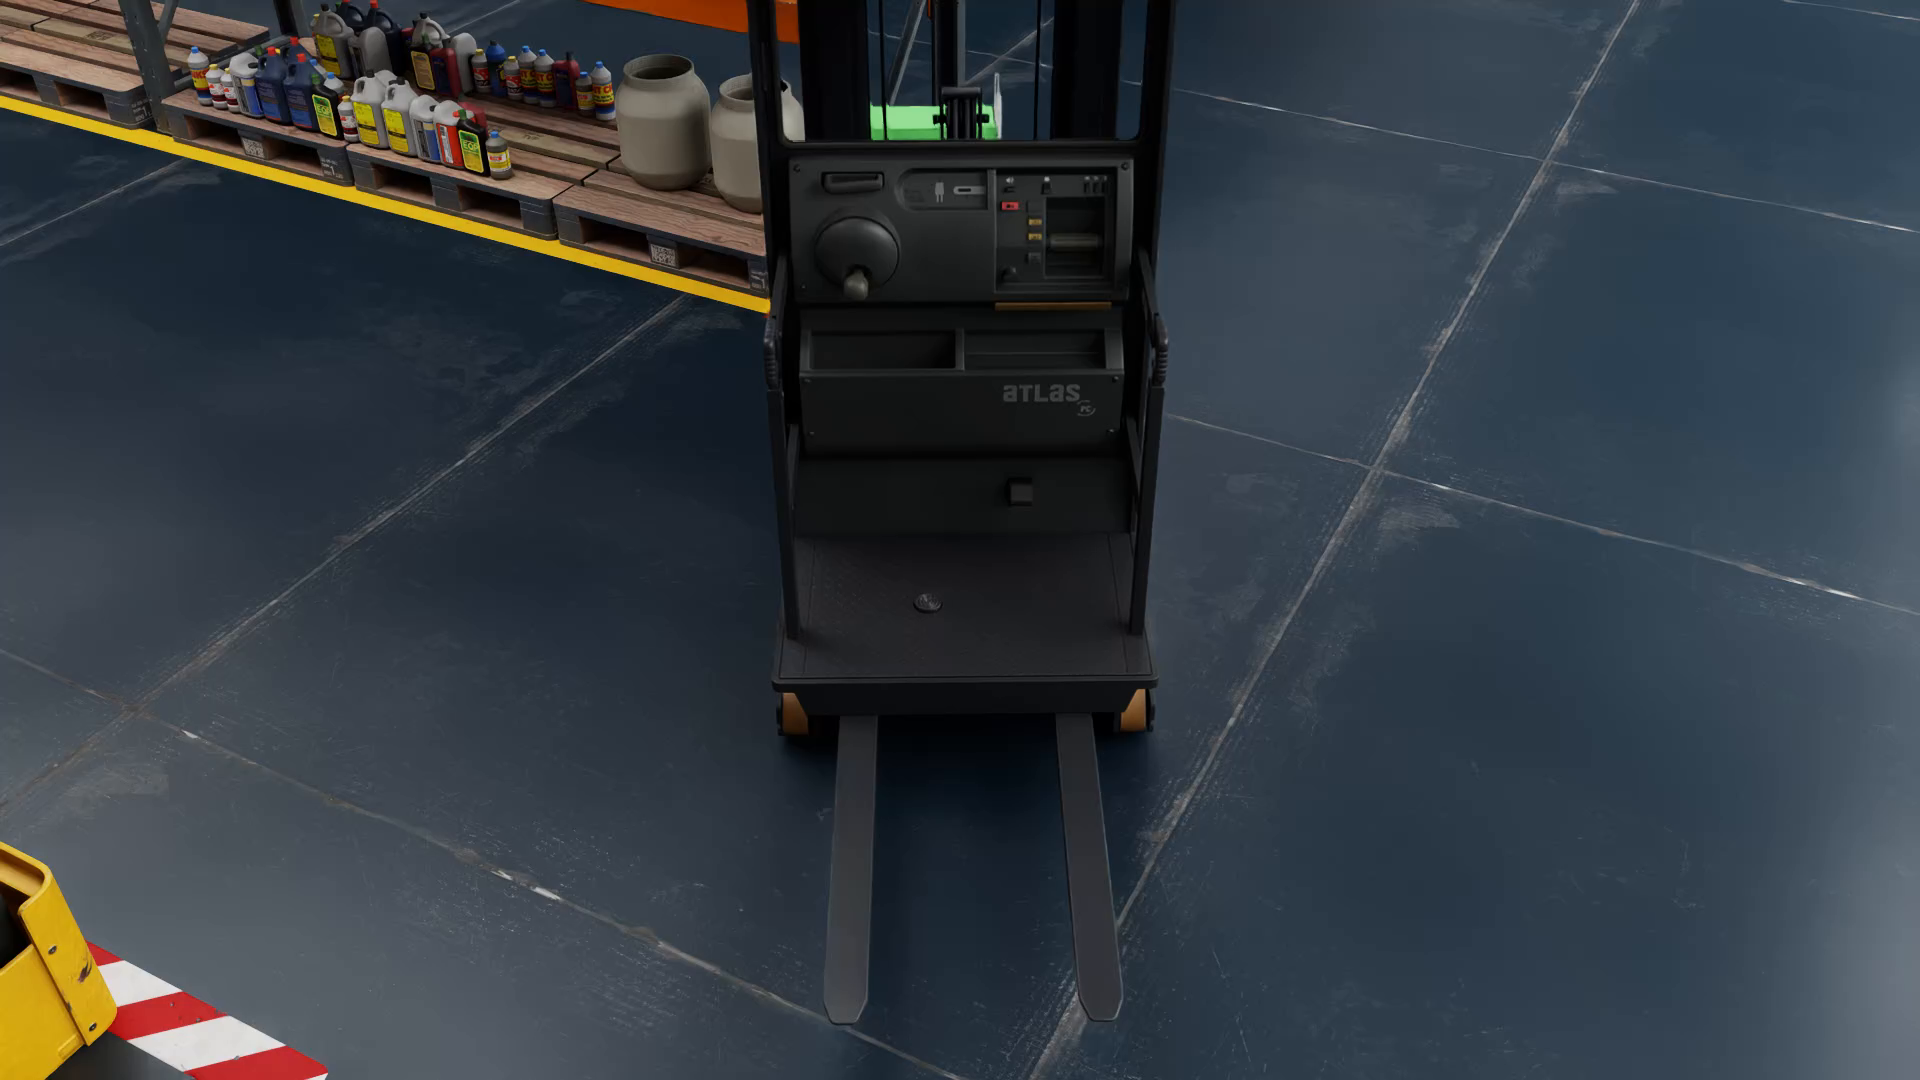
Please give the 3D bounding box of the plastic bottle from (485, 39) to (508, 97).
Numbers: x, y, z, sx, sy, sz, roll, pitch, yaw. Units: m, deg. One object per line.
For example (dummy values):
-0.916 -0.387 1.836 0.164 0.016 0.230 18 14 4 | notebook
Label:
-2.297 -2.351 8.259 0.097 0.271 0.097 0 37 0 | plastic bottle

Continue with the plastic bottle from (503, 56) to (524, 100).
-2.205 -2.294 8.242 0.097 0.201 0.097 0 37 0 | plastic bottle

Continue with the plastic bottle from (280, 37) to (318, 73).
-3.217 -2.274 8.092 0.185 0.351 0.144 17 41 21 | plastic bottle

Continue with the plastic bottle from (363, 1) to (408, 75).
-2.934 -2.566 8.477 0.185 0.351 0.144 15 40 19 | plastic bottle

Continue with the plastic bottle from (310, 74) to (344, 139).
-2.988 -2.049 7.851 0.133 0.283 0.061 19 41 23 | plastic bottle

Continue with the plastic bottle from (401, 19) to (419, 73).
-2.770 -2.516 8.467 0.133 0.283 0.061 20 42 24 | plastic bottle

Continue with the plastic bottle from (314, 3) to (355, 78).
-3.171 -2.542 8.445 0.185 0.351 0.144 17 41 21 | plastic bottle

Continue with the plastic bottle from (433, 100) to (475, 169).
-2.301 -1.862 7.611 0.135 0.276 0.152 18 41 22 | plastic bottle

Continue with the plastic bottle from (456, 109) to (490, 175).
-2.202 -1.803 7.527 0.133 0.283 0.061 18 41 23 | plastic bottle

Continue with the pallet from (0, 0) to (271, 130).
-4.524 -2.611 9.015 1.213 0.211 1.003 17 41 21 | pallet

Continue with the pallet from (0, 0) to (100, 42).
-5.612 -2.949 9.461 1.213 0.211 1.003 17 41 21 | pallet

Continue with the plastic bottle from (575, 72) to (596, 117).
-1.816 -2.172 8.082 0.097 0.201 0.097 0 37 0 | plastic bottle

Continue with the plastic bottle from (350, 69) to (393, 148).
-2.738 -2.026 7.765 0.185 0.351 0.144 17 40 21 | plastic bottle

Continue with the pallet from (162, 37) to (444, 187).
-3.232 -2.204 8.479 1.213 0.211 1.003 17 41 21 | pallet

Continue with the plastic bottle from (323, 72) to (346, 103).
-2.968 -2.092 7.918 0.097 0.271 0.097 0 37 0 | plastic bottle

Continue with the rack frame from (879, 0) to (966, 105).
-0.257 -2.412 6.446 0.127 3.000 1.000 17 41 21 | rack frame

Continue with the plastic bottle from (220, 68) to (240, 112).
-3.547 -2.204 8.123 0.097 0.201 0.097 0 37 0 | plastic bottle

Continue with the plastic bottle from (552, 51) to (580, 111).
-1.916 -2.249 8.115 0.133 0.283 0.061 18 41 22 | plastic bottle

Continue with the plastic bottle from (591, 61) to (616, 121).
-1.724 -2.172 8.023 0.097 0.271 0.097 0 37 0 | plastic bottle

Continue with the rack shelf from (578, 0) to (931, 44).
-2.033 -2.681 7.396 4.000 0.370 1.077 17 41 21 | rack shelf

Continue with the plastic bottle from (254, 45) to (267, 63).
-3.380 -2.275 8.149 0.133 0.283 0.061 17 41 21 | plastic bottle

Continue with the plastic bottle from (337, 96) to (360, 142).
-2.875 -1.993 7.846 0.097 0.201 0.097 0 37 0 | plastic bottle

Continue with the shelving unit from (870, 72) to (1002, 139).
-0.109 -1.117 6.216 0.503 1.200 0.258 -1 34 -1 | shelving unit

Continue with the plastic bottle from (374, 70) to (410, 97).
-2.692 -2.083 7.902 0.135 0.276 0.152 17 41 21 | plastic bottle

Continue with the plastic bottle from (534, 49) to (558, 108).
-2.028 -2.267 8.148 0.097 0.271 0.097 0 37 0 | plastic bottle

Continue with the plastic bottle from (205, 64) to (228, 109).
-3.637 -2.232 8.160 0.097 0.201 0.097 0 37 0 | plastic bottle

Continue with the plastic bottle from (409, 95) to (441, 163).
-2.424 -1.901 7.662 0.135 0.276 0.152 16 40 20 | plastic bottle

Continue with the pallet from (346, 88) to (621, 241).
-2.144 -1.865 8.033 1.213 0.211 1.003 17 41 21 | pallet

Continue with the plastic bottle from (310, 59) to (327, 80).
-3.099 -2.190 8.046 0.097 0.271 0.097 0 37 0 | plastic bottle

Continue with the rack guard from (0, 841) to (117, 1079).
-2.517 1.249 3.691 0.348 0.500 1.175 17 41 21 | rack guard

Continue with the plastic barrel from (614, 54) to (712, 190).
-1.322 -1.869 7.442 0.421 0.512 0.421 0 37 0 | plastic barrel

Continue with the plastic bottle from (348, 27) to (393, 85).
-2.980 -2.450 8.386 0.135 0.276 0.152 17 41 21 | plastic bottle

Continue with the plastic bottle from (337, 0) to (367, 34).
-3.105 -2.620 8.547 0.185 0.351 0.144 16 40 20 | plastic bottle

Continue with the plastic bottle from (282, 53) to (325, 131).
-3.116 -2.144 7.921 0.185 0.351 0.144 16 40 20 | plastic bottle

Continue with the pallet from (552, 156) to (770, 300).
-1.065 -1.526 7.585 1.213 0.211 1.003 17 41 21 | pallet

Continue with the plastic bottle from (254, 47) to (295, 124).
-3.283 -2.197 7.990 0.185 0.351 0.144 18 41 23 | plastic bottle

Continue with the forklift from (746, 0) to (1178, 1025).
0.010 -0.776 4.348 1.130 2.935 3.031 -1 37 -1 | forklift

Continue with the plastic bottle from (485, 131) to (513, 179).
-2.090 -1.748 7.522 0.097 0.201 0.097 0 37 0 | plastic bottle

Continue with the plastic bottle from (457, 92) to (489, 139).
-2.252 -1.922 7.684 0.133 0.283 0.061 17 41 21 | plastic bottle

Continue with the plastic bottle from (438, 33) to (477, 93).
-2.505 -2.399 8.319 0.135 0.276 0.152 18 41 22 | plastic bottle

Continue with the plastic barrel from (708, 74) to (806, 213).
-0.877 -1.730 7.258 0.421 0.512 0.421 0 37 0 | plastic barrel

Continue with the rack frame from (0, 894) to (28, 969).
-2.538 0.247 2.944 0.127 3.000 1.000 17 41 21 | rack frame

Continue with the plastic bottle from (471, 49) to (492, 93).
-2.387 -2.352 8.318 0.097 0.201 0.097 0 37 0 | plastic bottle

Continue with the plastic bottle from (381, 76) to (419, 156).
-2.573 -1.974 7.697 0.185 0.351 0.144 19 41 23 | plastic bottle

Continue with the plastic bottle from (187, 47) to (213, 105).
-3.728 -2.288 8.176 0.097 0.271 0.097 0 37 0 | plastic bottle

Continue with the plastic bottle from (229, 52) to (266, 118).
-3.428 -2.215 8.076 0.135 0.276 0.152 19 41 23 | plastic bottle

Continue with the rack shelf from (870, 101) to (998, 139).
-0.109 -1.464 5.986 0.480 0.148 0.258 -1 34 -1 | rack shelf

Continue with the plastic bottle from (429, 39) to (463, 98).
-2.553 -2.345 8.241 0.133 0.283 0.061 17 41 21 | plastic bottle

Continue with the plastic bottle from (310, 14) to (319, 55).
-3.344 -2.651 8.712 0.097 0.201 0.097 0 37 0 | plastic bottle

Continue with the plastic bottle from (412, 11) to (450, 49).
-2.647 -2.476 8.359 0.185 0.351 0.144 17 40 21 | plastic bottle

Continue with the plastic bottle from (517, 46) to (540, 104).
-2.117 -2.295 8.185 0.097 0.271 0.097 0 37 0 | plastic bottle

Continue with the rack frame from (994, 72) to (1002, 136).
0.135 -1.121 6.221 0.015 1.200 0.240 -1 34 -1 | rack frame

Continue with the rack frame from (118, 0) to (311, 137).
-3.809 -3.524 7.911 0.127 3.000 1.000 17 41 21 | rack frame

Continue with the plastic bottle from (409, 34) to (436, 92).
-2.672 -2.387 8.297 0.133 0.283 0.061 17 41 21 | plastic bottle

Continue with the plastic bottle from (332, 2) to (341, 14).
-3.230 -2.660 8.657 0.133 0.283 0.061 19 41 24 | plastic bottle
